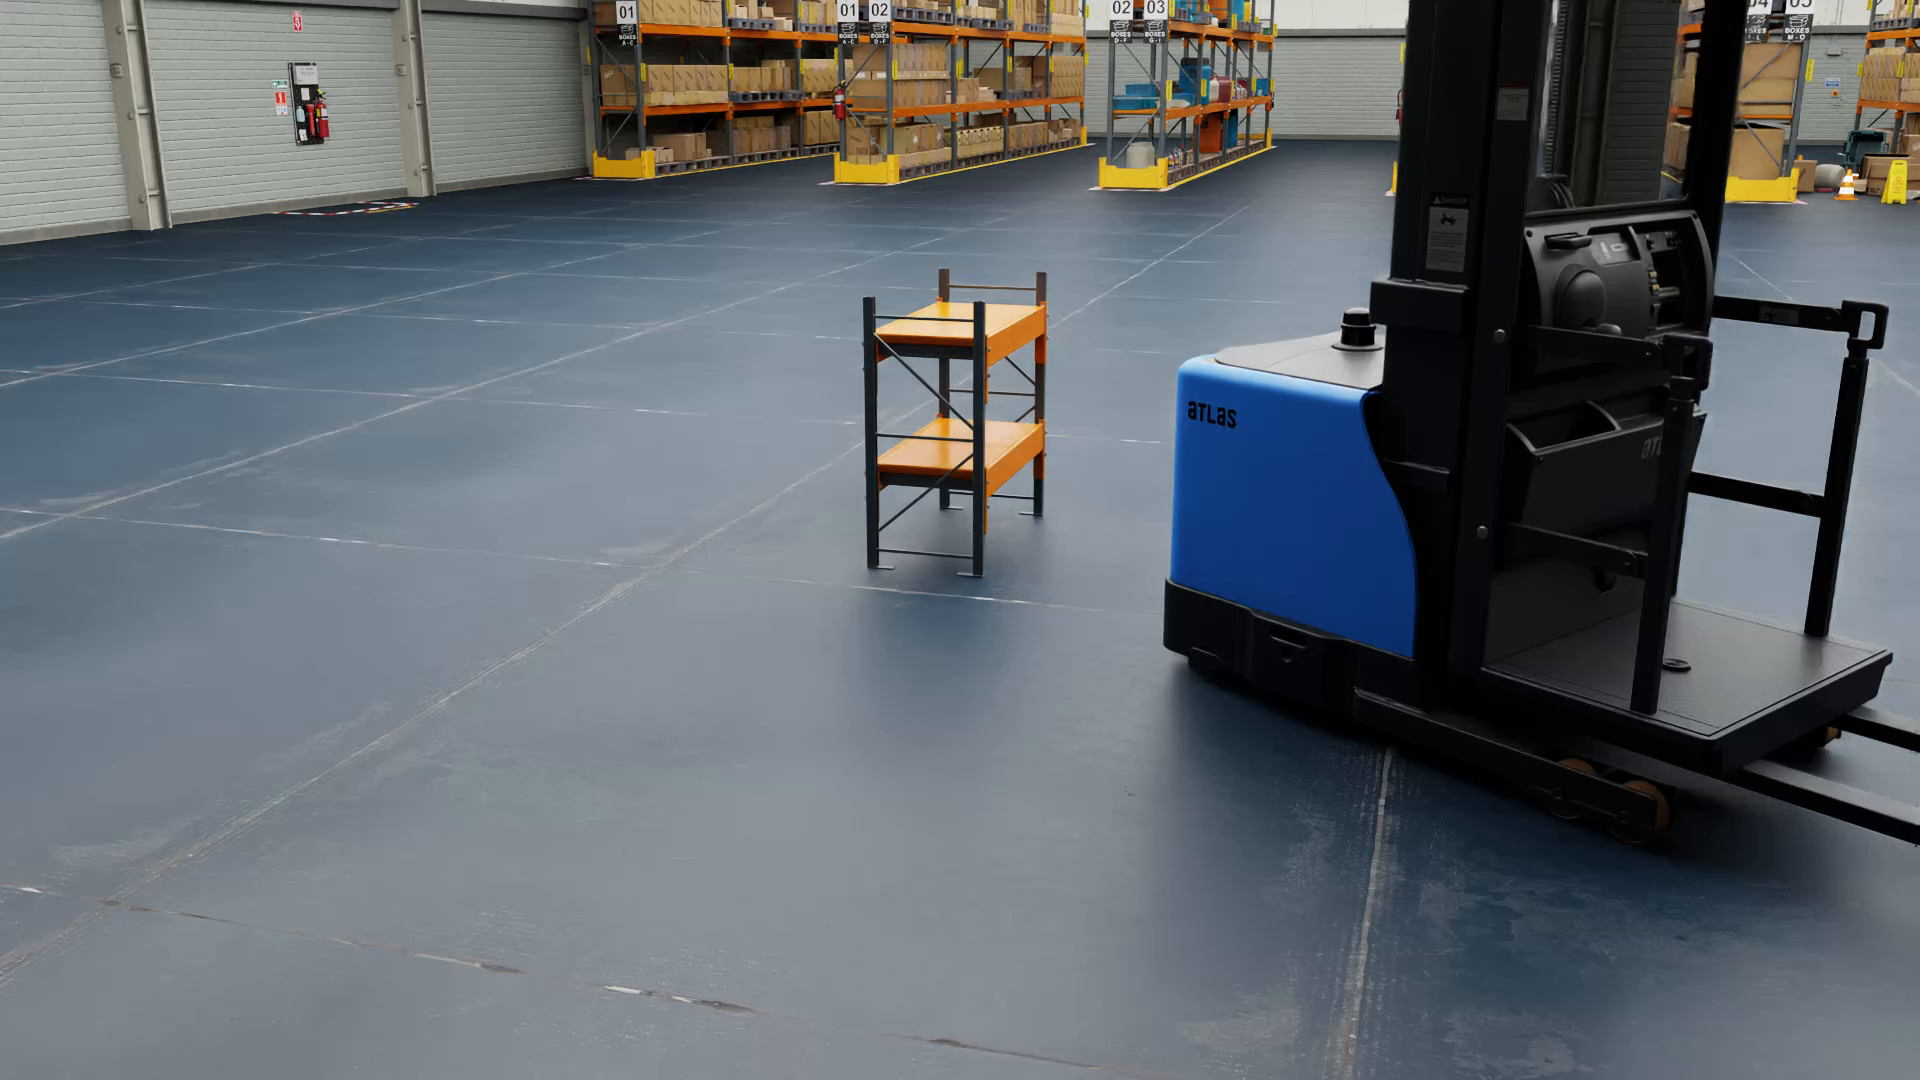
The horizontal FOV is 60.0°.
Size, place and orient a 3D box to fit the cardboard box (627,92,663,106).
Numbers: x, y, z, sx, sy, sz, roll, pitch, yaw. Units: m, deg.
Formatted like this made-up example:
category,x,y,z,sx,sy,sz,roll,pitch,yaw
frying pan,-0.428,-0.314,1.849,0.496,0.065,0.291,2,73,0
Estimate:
category,x,y,z,sx,sy,sz,roll,pitch,yaw
cardboard box,-6.005,-8.415,31.739,0.500,0.250,0.500,4,16,14

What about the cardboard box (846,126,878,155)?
category,x,y,z,sx,sy,sz,roll,pitch,yaw
cardboard box,-1.830,-7.395,30.798,0.500,0.500,0.500,5,16,16

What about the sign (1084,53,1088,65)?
category,x,y,z,sx,sy,sz,roll,pitch,yaw
sign,3.376,-12.838,44.394,0.100,0.325,0.005,5,16,16

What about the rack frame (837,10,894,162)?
category,x,y,z,sx,sy,sz,roll,pitch,yaw
rack frame,-1.697,-7.991,30.007,1.000,3.000,0.127,5,16,16

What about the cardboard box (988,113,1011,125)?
category,x,y,z,sx,sy,sz,roll,pitch,yaw
cardboard box,0.916,-10.000,39.489,0.500,0.250,0.500,4,16,15

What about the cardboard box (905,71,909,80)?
category,x,y,z,sx,sy,sz,roll,pitch,yaw
cardboard box,-1.161,-8.638,30.914,0.380,0.149,0.250,4,16,15

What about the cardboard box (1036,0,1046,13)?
category,x,y,z,sx,sy,sz,roll,pitch,yaw
cardboard box,1.815,-13.233,40.975,0.700,0.500,0.500,5,16,16

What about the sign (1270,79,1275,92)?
category,x,y,z,sx,sy,sz,roll,pitch,yaw
sign,8.130,-11.832,43.249,0.100,0.325,0.005,5,16,16

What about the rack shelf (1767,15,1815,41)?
category,x,y,z,sx,sy,sz,roll,pitch,yaw
rack shelf,13.095,-8.431,27.379,1.077,0.370,4.000,5,16,16

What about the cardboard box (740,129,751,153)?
category,x,y,z,sx,sy,sz,roll,pitch,yaw
cardboard box,-5.019,-8.763,36.502,0.700,0.500,0.500,4,16,15

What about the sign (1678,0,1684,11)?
category,x,y,z,sx,sy,sz,roll,pitch,yaw
sign,14.280,-10.639,32.895,0.100,0.325,0.005,5,16,16

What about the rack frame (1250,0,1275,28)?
category,x,y,z,sx,sy,sz,roll,pitch,yaw
rack frame,7.598,-14.678,42.589,1.000,3.000,0.127,5,16,16

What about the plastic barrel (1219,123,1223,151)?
category,x,y,z,sx,sy,sz,roll,pitch,yaw
plastic barrel,5.768,-9.166,37.797,0.600,0.588,0.708,5,16,16

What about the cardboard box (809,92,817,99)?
category,x,y,z,sx,sy,sz,roll,pitch,yaw
cardboard box,-3.622,-10.553,39.461,0.380,0.149,0.250,5,17,18

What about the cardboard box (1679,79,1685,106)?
category,x,y,z,sx,sy,sz,roll,pitch,yaw
cardboard box,14.128,-8.591,31.936,0.500,0.500,0.500,5,16,16

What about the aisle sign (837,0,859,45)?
category,x,y,z,sx,sy,sz,roll,pitch,yaw
aisle sign,-1.997,-9.248,29.672,0.394,0.787,0.004,5,16,16

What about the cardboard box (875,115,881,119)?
category,x,y,z,sx,sy,sz,roll,pitch,yaw
cardboard box,-2.306,-11.225,44.031,0.380,0.149,0.250,4,16,14

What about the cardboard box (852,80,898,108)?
category,x,y,z,sx,sy,sz,roll,pitch,yaw
cardboard box,-1.552,-8.161,30.420,0.700,0.500,0.500,5,16,16

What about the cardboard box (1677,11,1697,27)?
category,x,y,z,sx,sy,sz,roll,pitch,yaw
cardboard box,14.719,-10.564,33.398,0.500,0.500,0.500,5,16,16

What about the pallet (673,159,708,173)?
category,x,y,z,sx,sy,sz,roll,pitch,yaw
pallet,-5.813,-7.581,33.670,1.003,0.211,1.213,5,16,16

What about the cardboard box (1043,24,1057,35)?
category,x,y,z,sx,sy,sz,roll,pitch,yaw
cardboard box,2.088,-12.610,41.067,0.500,0.250,0.500,5,16,16

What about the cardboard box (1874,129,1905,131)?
category,x,y,z,sx,sy,sz,roll,pitch,yaw
cardboard box,21.504,-9.189,38.153,0.875,0.438,0.875,5,17,17

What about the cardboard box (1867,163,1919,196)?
category,x,y,z,sx,sy,sz,roll,pitch,yaw
cardboard box,15.373,-5.909,27.238,0.797,0.503,0.637,-7,17,-23

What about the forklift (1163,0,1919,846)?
category,x,y,z,sx,sy,sz,roll,pitch,yaw
forklift,2.025,-0.750,4.602,1.130,2.935,3.031,-13,20,-37

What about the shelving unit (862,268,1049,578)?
category,x,y,z,sx,sy,sz,roll,pitch,yaw
shelving unit,0.002,-0.543,7.182,0.538,1.125,1.048,5,16,16

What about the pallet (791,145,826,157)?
category,x,y,z,sx,sy,sz,roll,pitch,yaw
pallet,-3.878,-9.326,39.824,1.003,0.211,1.213,5,16,16

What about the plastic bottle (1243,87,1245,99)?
category,x,y,z,sx,sy,sz,roll,pitch,yaw
plastic bottle,6.659,-10.558,39.283,0.152,0.276,0.135,5,16,16

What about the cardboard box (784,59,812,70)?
category,x,y,z,sx,sy,sz,roll,pitch,yaw
cardboard box,-3.790,-11.135,38.952,0.500,0.250,0.500,5,17,17

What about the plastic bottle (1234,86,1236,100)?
category,x,y,z,sx,sy,sz,roll,pitch,yaw
plastic bottle,6.201,-10.168,37.771,0.144,0.351,0.185,5,16,16

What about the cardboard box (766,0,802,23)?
category,x,y,z,sx,sy,sz,roll,pitch,yaw
cardboard box,-4.094,-12.299,38.708,0.700,0.500,0.500,3,16,12

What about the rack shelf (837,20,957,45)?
category,x,y,z,sx,sy,sz,roll,pitch,yaw
rack shelf,-1.129,-9.612,31.540,1.077,0.370,4.000,5,16,16

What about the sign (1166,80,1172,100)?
category,x,y,z,sx,sy,sz,roll,pitch,yaw
sign,3.577,-7.696,28.457,0.100,0.325,0.005,5,16,16

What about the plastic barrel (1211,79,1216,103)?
category,x,y,z,sx,sy,sz,roll,pitch,yaw
plastic barrel,5.117,-9.357,34.617,0.421,0.512,0.421,0,16,0

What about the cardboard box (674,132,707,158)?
category,x,y,z,sx,sy,sz,roll,pitch,yaw
cardboard box,-5.568,-8.155,34.360,0.500,0.500,0.500,3,16,12

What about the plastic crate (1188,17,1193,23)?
category,x,y,z,sx,sy,sz,roll,pitch,yaw
plastic crate,4.119,-9.518,30.374,0.243,0.136,0.396,5,16,16

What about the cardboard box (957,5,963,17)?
category,x,y,z,sx,sy,sz,roll,pitch,yaw
cardboard box,-0.223,-10.915,34.323,0.500,0.250,0.500,3,16,10

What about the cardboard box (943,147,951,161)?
category,x,y,z,sx,sy,sz,roll,pitch,yaw
cardboard box,-0.483,-7.779,33.527,0.500,0.250,0.500,5,16,16

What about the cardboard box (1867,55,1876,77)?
category,x,y,z,sx,sy,sz,roll,pitch,yaw
cardboard box,21.298,-10.930,38.350,0.500,0.500,0.500,4,16,14

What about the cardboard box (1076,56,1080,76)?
category,x,y,z,sx,sy,sz,roll,pitch,yaw
cardboard box,2.844,-12.436,43.663,0.500,0.500,0.500,5,17,17

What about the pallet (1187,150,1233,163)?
category,x,y,z,sx,sy,sz,roll,pitch,yaw
pallet,5.508,-8.567,37.147,1.003,0.211,1.213,5,16,16

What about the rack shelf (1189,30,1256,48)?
category,x,y,z,sx,sy,sz,roll,pitch,yaw
rack shelf,5.893,-11.319,37.562,1.077,0.370,4.000,5,16,16

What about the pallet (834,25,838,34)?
category,x,y,z,sx,sy,sz,roll,pitch,yaw
pallet,-3.251,-12.621,41.184,0.805,0.209,1.217,4,16,14

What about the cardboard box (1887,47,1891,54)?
category,x,y,z,sx,sy,sz,roll,pitch,yaw
cardboard box,20.973,-10.935,37.179,0.380,0.149,0.250,5,16,16

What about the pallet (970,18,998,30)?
category,x,y,z,sx,sy,sz,roll,pitch,yaw
pallet,0.154,-10.959,35.320,1.003,0.211,1.213,5,17,18

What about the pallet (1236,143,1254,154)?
category,x,y,z,sx,sy,sz,roll,pitch,yaw
pallet,6.633,-9.600,40.787,1.003,0.211,1.213,5,16,16

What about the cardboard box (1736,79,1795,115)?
category,x,y,z,sx,sy,sz,roll,pitch,yaw
cardboard box,12.588,-6.984,26.180,0.875,0.550,0.550,5,16,16

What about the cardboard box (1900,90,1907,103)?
category,x,y,z,sx,sy,sz,roll,pitch,yaw
cardboard box,20.333,-9.426,35.341,0.500,0.250,0.500,4,16,15

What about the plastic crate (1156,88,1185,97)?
category,x,y,z,sx,sy,sz,roll,pitch,yaw
plastic crate,3.917,-8.496,31.899,0.767,0.338,0.504,5,16,16

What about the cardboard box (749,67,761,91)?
category,x,y,z,sx,sy,sz,roll,pitch,yaw
cardboard box,-4.811,-10.132,36.563,0.700,0.500,0.500,7,17,24

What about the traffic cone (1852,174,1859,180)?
category,x,y,z,sx,sy,sz,roll,pitch,yaw
traffic cone,16.572,-6.866,30.689,0.336,0.463,0.334,5,16,16

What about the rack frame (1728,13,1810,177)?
category,x,y,z,sx,sy,sz,roll,pitch,yaw
rack frame,12.526,-6.811,25.846,1.000,3.000,0.127,5,16,16

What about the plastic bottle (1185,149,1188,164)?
category,x,y,z,sx,sy,sz,roll,pitch,yaw
plastic bottle,4.367,-7.406,32.115,0.061,0.283,0.133,5,17,19

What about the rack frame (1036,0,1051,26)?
category,x,y,z,sx,sy,sz,roll,pitch,yaw
rack frame,1.713,-14.017,40.257,1.000,3.000,0.127,5,16,16

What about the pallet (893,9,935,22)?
category,x,y,z,sx,sy,sz,roll,pitch,yaw
pallet,-1.127,-9.895,31.384,1.003,0.211,1.213,5,16,16
